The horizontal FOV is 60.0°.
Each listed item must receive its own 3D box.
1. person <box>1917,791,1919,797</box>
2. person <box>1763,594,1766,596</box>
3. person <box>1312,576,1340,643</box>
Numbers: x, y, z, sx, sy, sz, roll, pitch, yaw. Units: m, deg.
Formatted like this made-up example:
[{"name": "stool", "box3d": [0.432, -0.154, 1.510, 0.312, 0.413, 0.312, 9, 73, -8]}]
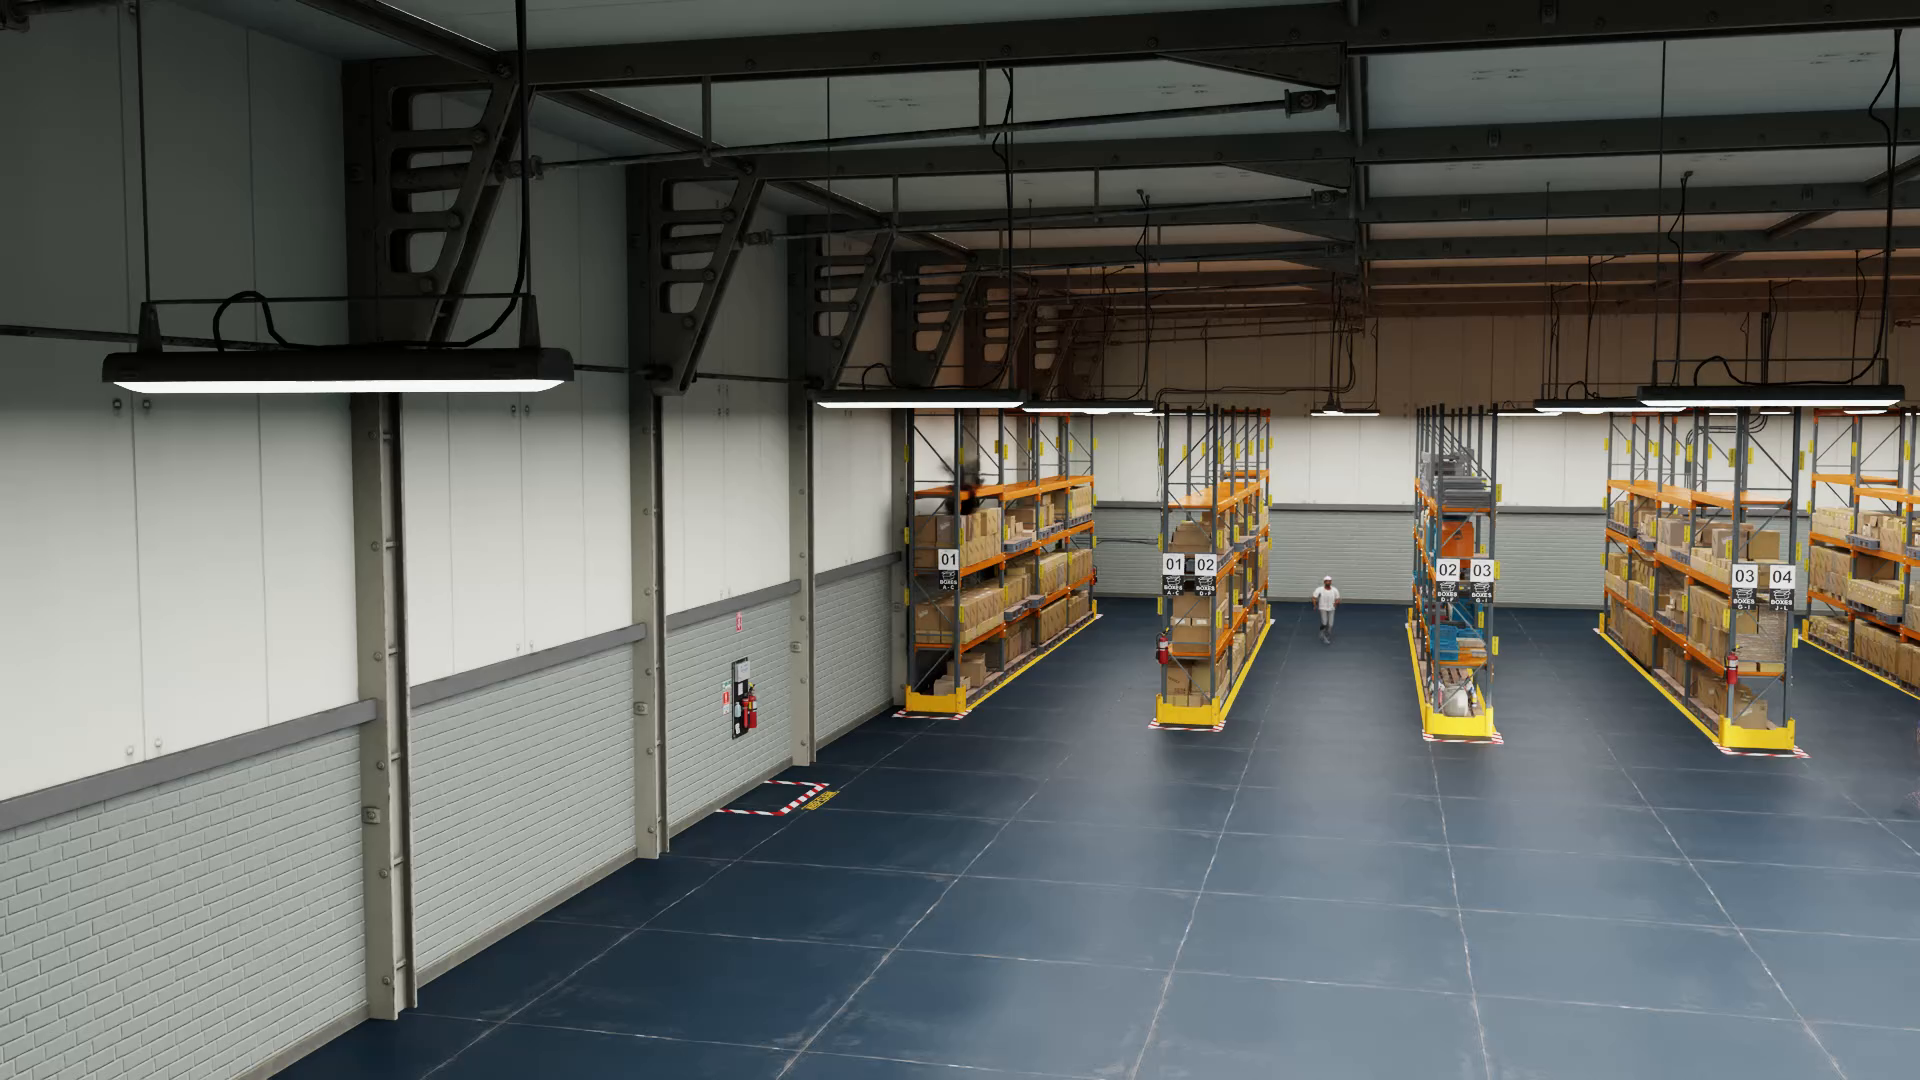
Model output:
[{"name": "person", "box3d": [14.193, 3.199, 23.769, 0.576, 1.536, 0.893, -4, 6, -45]}, {"name": "person", "box3d": [20.830, 1.689, 43.556, 0.505, 1.721, 0.759, -3, 5, -32]}, {"name": "person", "box3d": [9.354, 1.777, 42.372, 0.698, 1.720, 0.576, 0, 4, 0]}]
